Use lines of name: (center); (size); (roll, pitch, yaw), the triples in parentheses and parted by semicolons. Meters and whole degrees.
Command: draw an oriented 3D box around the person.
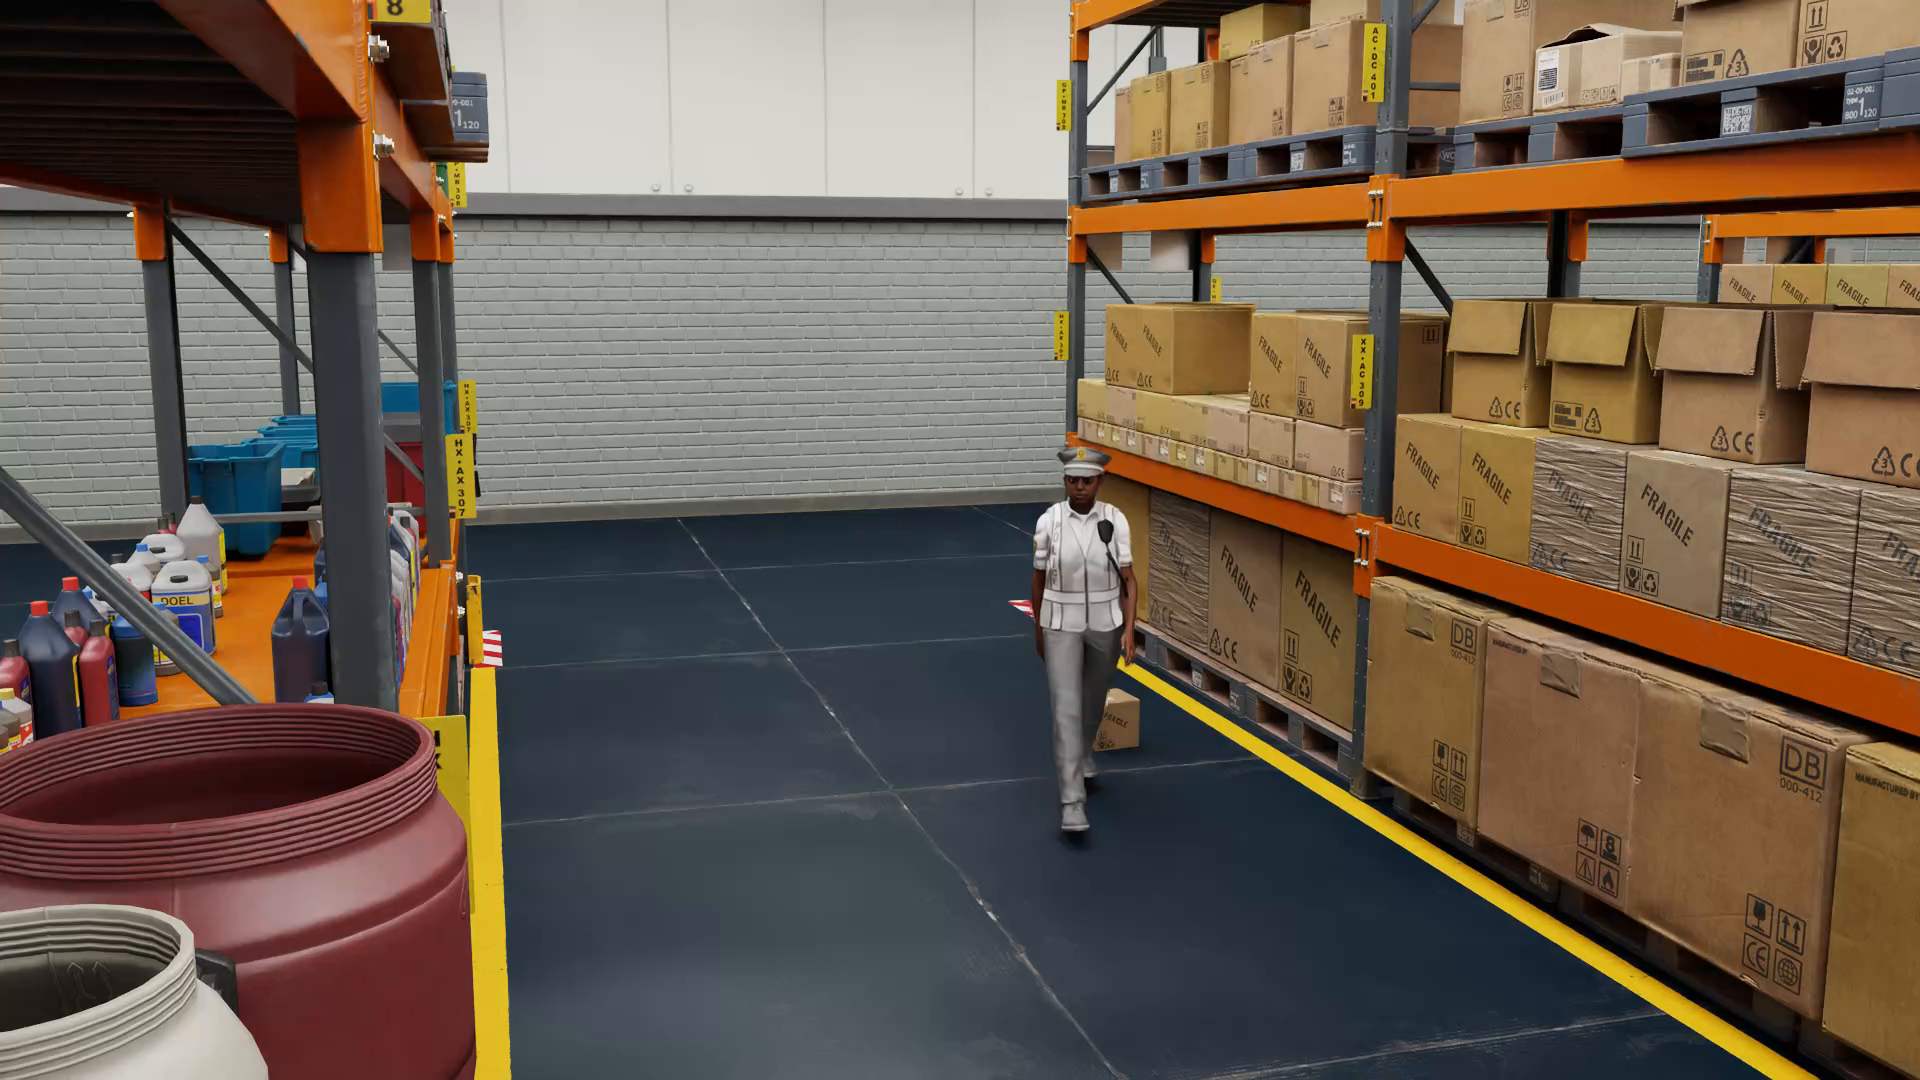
person: (0.559, 0.387, 7.397); (0.452, 1.623, 1.024); (-1, 9, -5)
